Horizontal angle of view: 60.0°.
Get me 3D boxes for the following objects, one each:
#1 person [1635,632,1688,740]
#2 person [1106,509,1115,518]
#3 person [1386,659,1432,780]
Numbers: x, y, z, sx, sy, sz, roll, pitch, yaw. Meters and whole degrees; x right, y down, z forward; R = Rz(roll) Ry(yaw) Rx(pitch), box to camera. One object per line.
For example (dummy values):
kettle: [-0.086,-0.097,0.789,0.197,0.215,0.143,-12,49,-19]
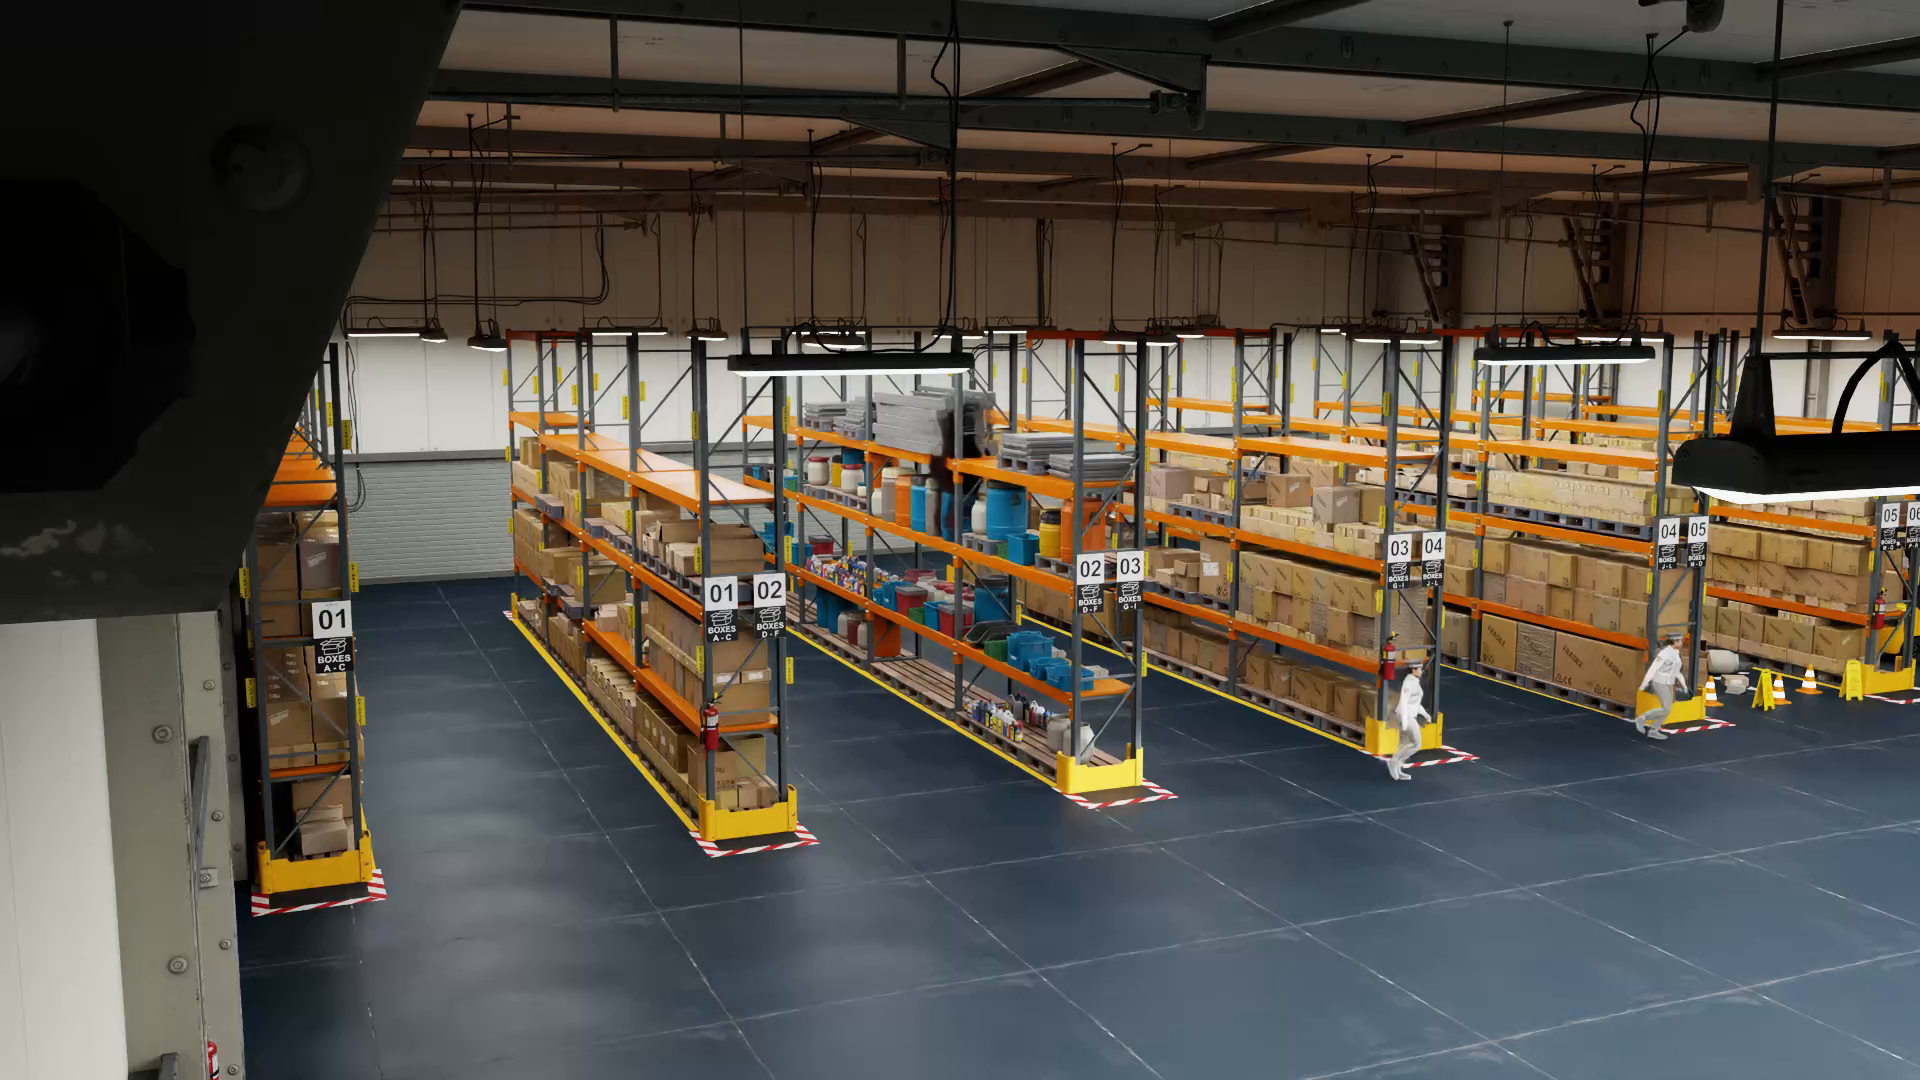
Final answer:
person: [10.468,2.159,24.805,0.616,1.630,0.621,6,10,39]
person: [3.635,-0.059,41.080,0.616,1.692,0.820,3,8,21]
person: [6.137,2.436,22.675,0.585,1.628,0.653,2,8,14]
